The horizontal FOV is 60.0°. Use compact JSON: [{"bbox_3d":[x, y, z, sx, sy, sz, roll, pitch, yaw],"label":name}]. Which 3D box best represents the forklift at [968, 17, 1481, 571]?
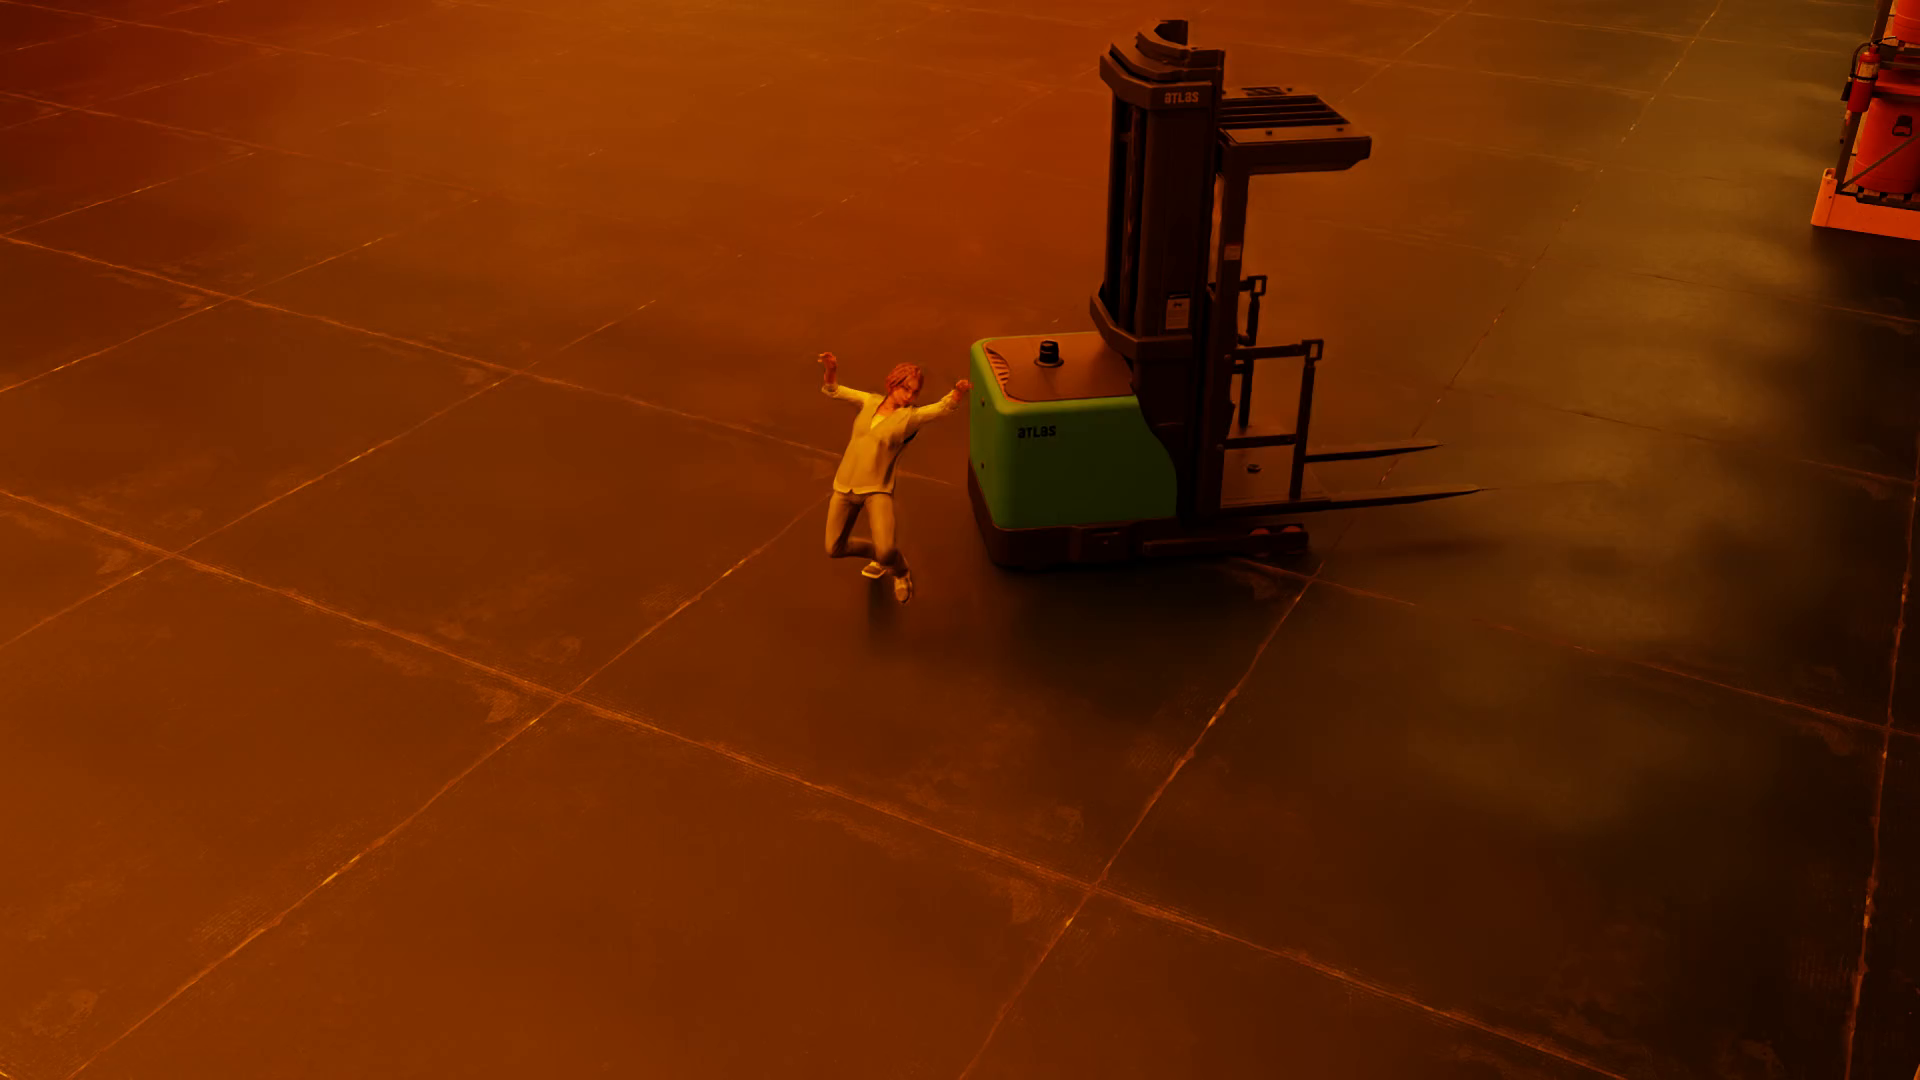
[{"bbox_3d":[1.612,-1.426,9.541,3.031,2.935,1.130,-5,30,-8],"label":"forklift"}]

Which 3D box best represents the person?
[{"bbox_3d":[-0.350,-0.340,9.087,0.887,1.504,0.696,16,34,26],"label":"person"}]
